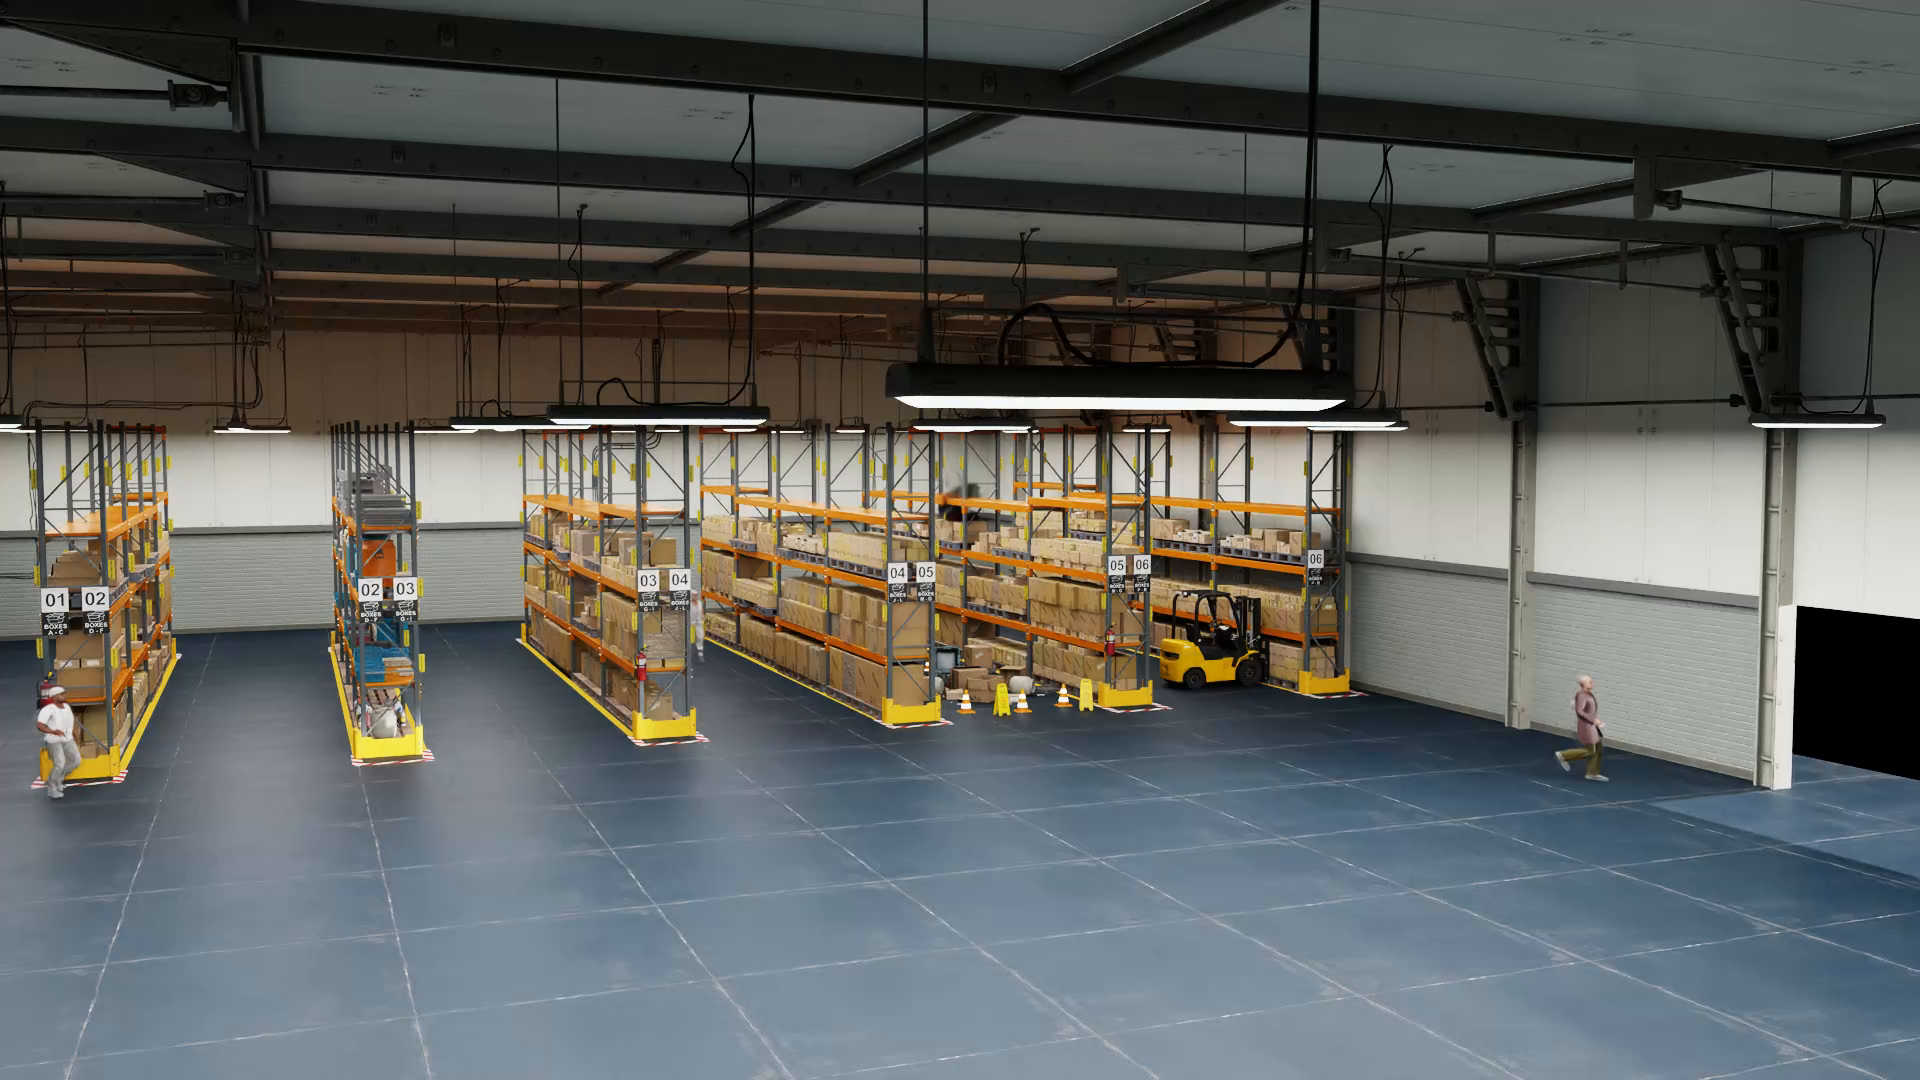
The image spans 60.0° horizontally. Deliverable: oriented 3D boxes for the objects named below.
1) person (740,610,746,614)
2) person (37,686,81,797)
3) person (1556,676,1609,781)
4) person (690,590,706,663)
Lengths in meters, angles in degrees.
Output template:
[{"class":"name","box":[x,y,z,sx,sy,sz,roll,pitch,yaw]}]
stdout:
[{"class":"person","box":[-6.466,1.822,49.623,0.619,1.598,0.603,3,5,39]},{"class":"person","box":[-14.301,3.200,26.471,0.536,1.740,0.722,1,4,16]},{"class":"person","box":[10.386,3.126,27.694,0.838,1.752,0.712,2,4,26]},{"class":"person","box":[-6.749,2.173,42.260,0.653,1.799,0.987,-2,4,-29]}]
